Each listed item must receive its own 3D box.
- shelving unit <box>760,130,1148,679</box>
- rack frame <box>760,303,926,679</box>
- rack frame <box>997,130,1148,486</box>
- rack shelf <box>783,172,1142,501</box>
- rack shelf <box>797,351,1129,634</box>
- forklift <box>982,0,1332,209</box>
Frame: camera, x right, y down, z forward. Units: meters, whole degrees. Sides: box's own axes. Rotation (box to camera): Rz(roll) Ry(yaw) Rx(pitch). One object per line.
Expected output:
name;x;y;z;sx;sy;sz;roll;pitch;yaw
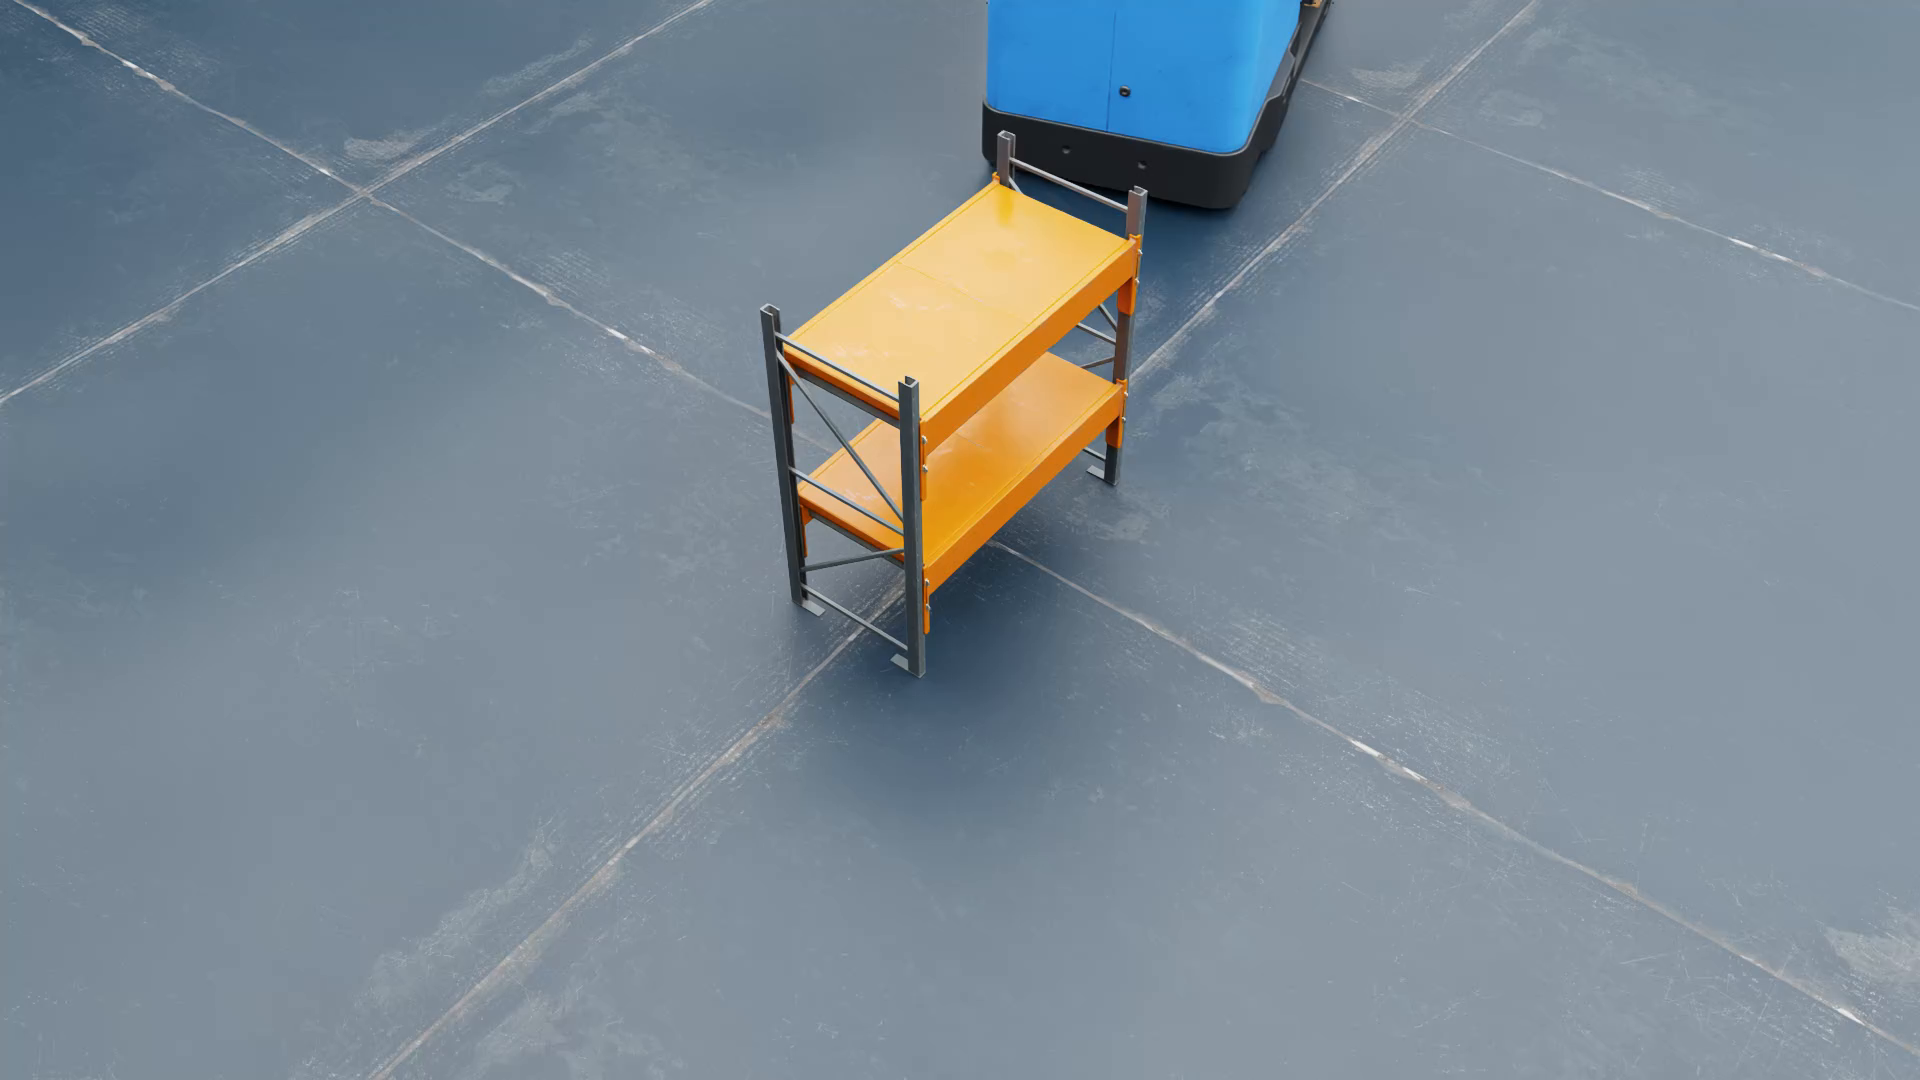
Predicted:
shelving unit;0.004;-0.392;4.847;0.538;1.125;1.048;29;53;25
rack frame;-0.307;-0.102;4.569;0.500;1.125;0.032;29;53;25
rack frame;0.315;-0.683;5.125;0.500;1.125;0.032;29;53;25
rack shelf;0.004;-0.595;4.635;0.538;0.278;1.000;29;53;25
rack shelf;0.004;-0.224;5.024;0.538;0.278;1.000;29;53;25
forklift;1.065;-3.364;6.437;1.130;2.935;3.031;15;48;14
